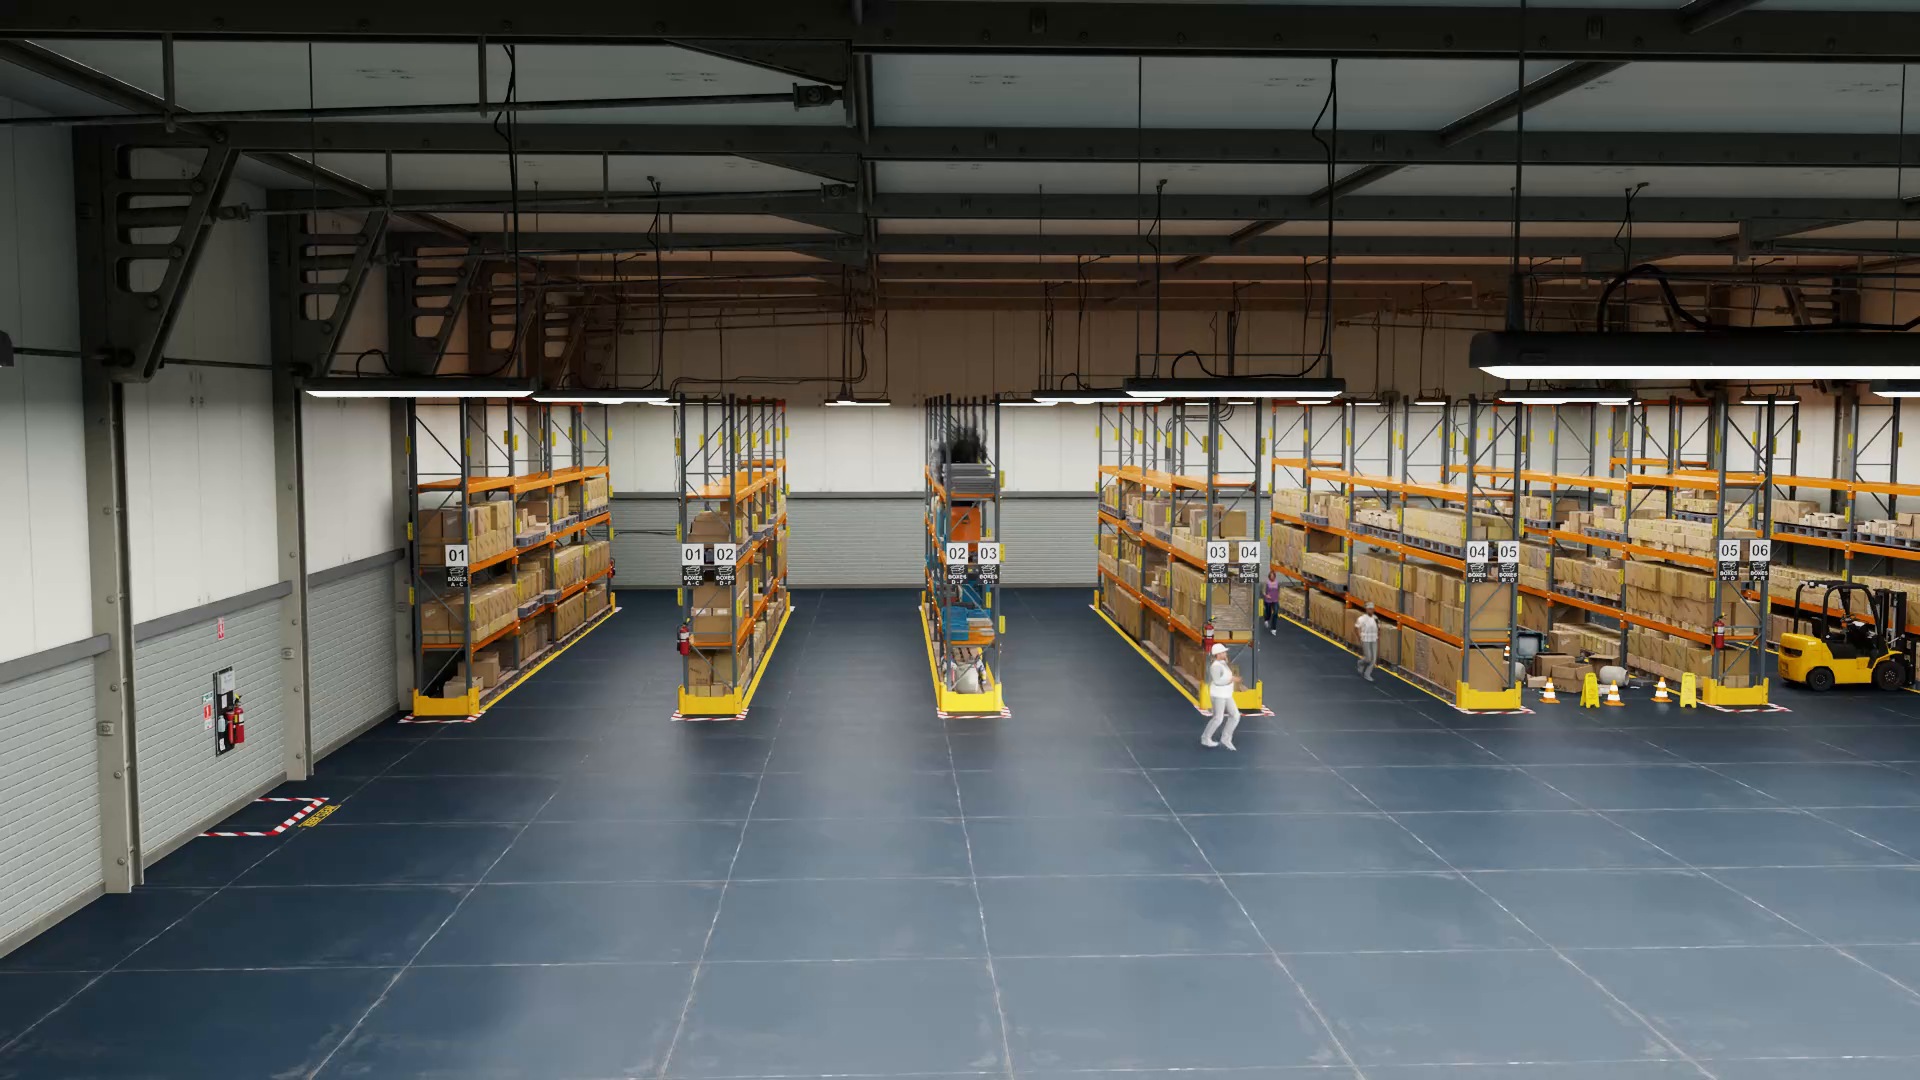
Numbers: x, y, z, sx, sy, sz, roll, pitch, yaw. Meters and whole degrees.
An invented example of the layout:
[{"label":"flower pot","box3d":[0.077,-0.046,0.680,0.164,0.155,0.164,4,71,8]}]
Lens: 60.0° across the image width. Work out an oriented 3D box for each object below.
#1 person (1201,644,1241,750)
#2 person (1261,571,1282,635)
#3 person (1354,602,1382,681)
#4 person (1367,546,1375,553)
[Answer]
[{"label":"person","box3d":[4.397,2.642,27.875,0.711,1.814,0.637,2,5,29]},{"label":"person","box3d":[7.957,1.591,42.427,0.552,1.592,0.849,0,5,-2]},{"label":"person","box3d":[8.632,2.137,35.041,0.574,1.653,0.544,-1,5,-12]},{"label":"person","box3d":[12.291,1.012,49.358,0.888,1.692,0.613,1,5,7]}]
